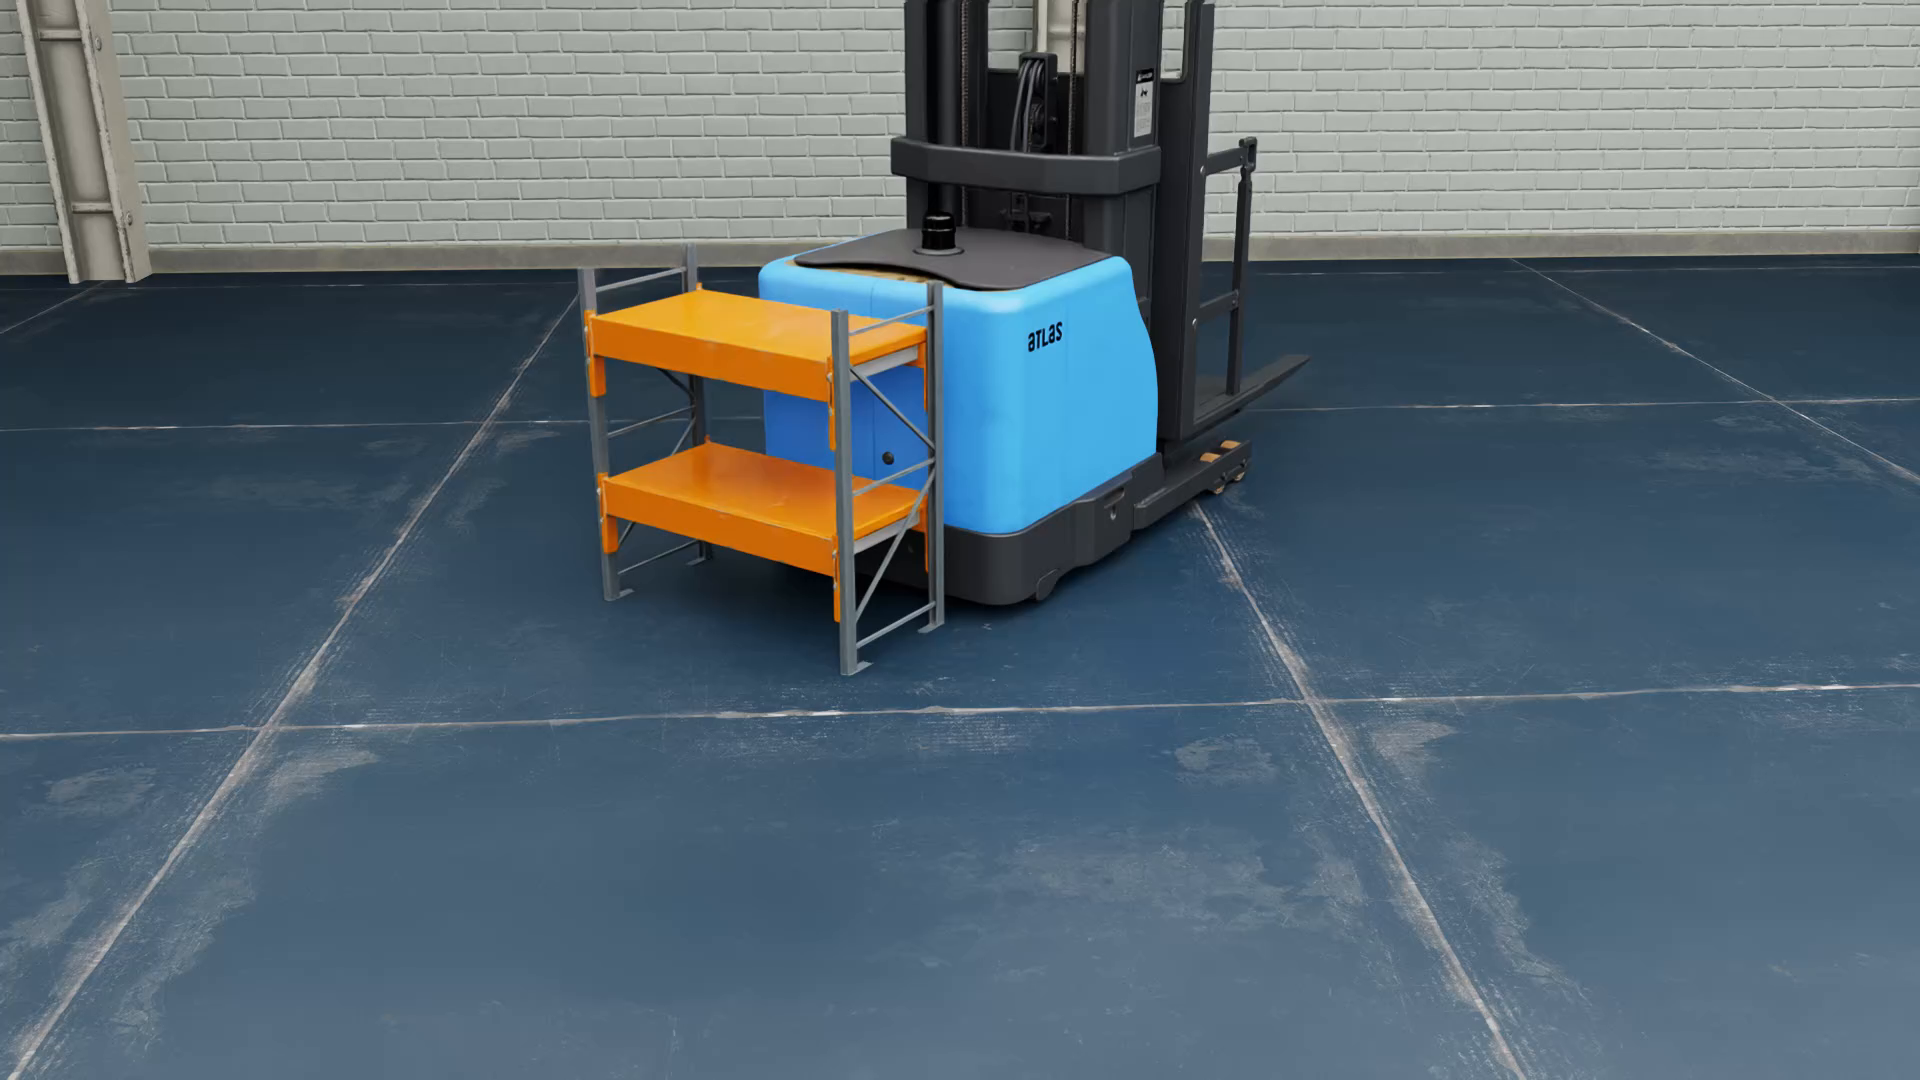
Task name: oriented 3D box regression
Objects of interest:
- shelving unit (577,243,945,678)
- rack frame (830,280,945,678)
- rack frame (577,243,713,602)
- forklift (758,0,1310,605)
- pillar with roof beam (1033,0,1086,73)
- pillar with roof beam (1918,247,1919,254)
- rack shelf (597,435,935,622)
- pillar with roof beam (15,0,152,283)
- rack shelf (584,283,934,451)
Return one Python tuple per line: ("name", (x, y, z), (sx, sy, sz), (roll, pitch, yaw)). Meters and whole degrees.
("shelving unit", (-0.623, -0.289, 5.298), (1.048, 1.125, 0.538), (14, 25, 32))
("rack frame", (-0.207, -0.185, 5.025), (0.032, 1.125, 0.500), (14, 25, 32))
("rack frame", (-1.039, -0.392, 5.571), (0.032, 1.125, 0.500), (14, 25, 32))
("forklift", (0.531, -1.631, 6.286), (1.130, 2.935, 3.031), (13, 24, 30))
("pillar with roof beam", (0.908, -4.446, 5.151), (0.400, 9.000, 9.100), (-1, 21, -3))
("pillar with roof beam", (6.898, -4.568, 5.471), (0.400, 9.000, 9.100), (-1, 21, -3))
("rack shelf", (-0.623, -0.060, 5.385), (1.000, 0.278, 0.538), (14, 25, 32))
("pillar with roof beam", (-5.082, -4.324, 4.831), (0.400, 9.000, 9.100), (-1, 21, -3))
("rack shelf", (-0.623, -0.562, 5.194), (1.000, 0.278, 0.538), (14, 25, 32))
